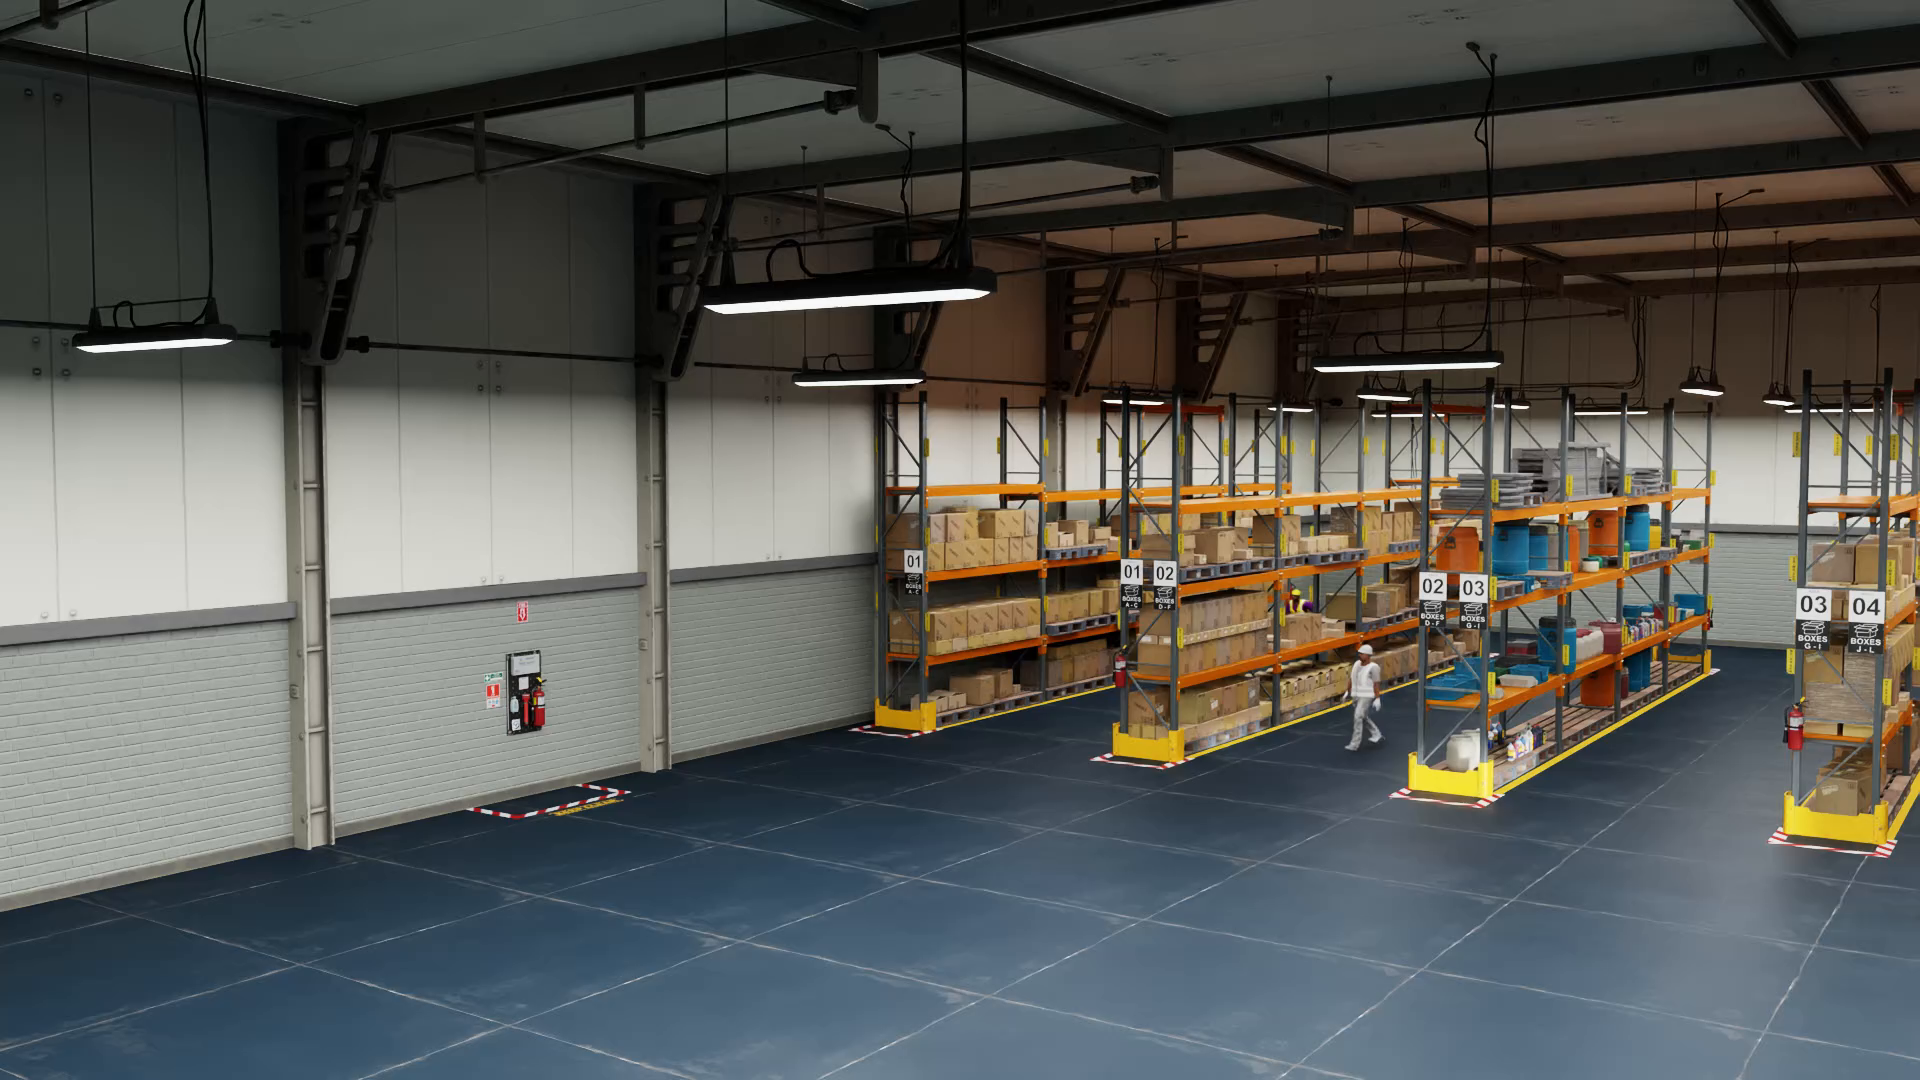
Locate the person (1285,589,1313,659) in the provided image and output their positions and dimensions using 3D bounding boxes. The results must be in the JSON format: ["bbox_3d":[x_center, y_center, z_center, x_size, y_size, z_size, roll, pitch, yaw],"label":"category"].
[{"bbox_3d":[8.046,1.989,39.314,0.732,1.667,0.696,3,4,42],"label":"person"}]

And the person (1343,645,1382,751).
[{"bbox_3d":[6.668,2.599,27.582,1.043,1.738,0.652,-2,4,-34],"label":"person"}]
